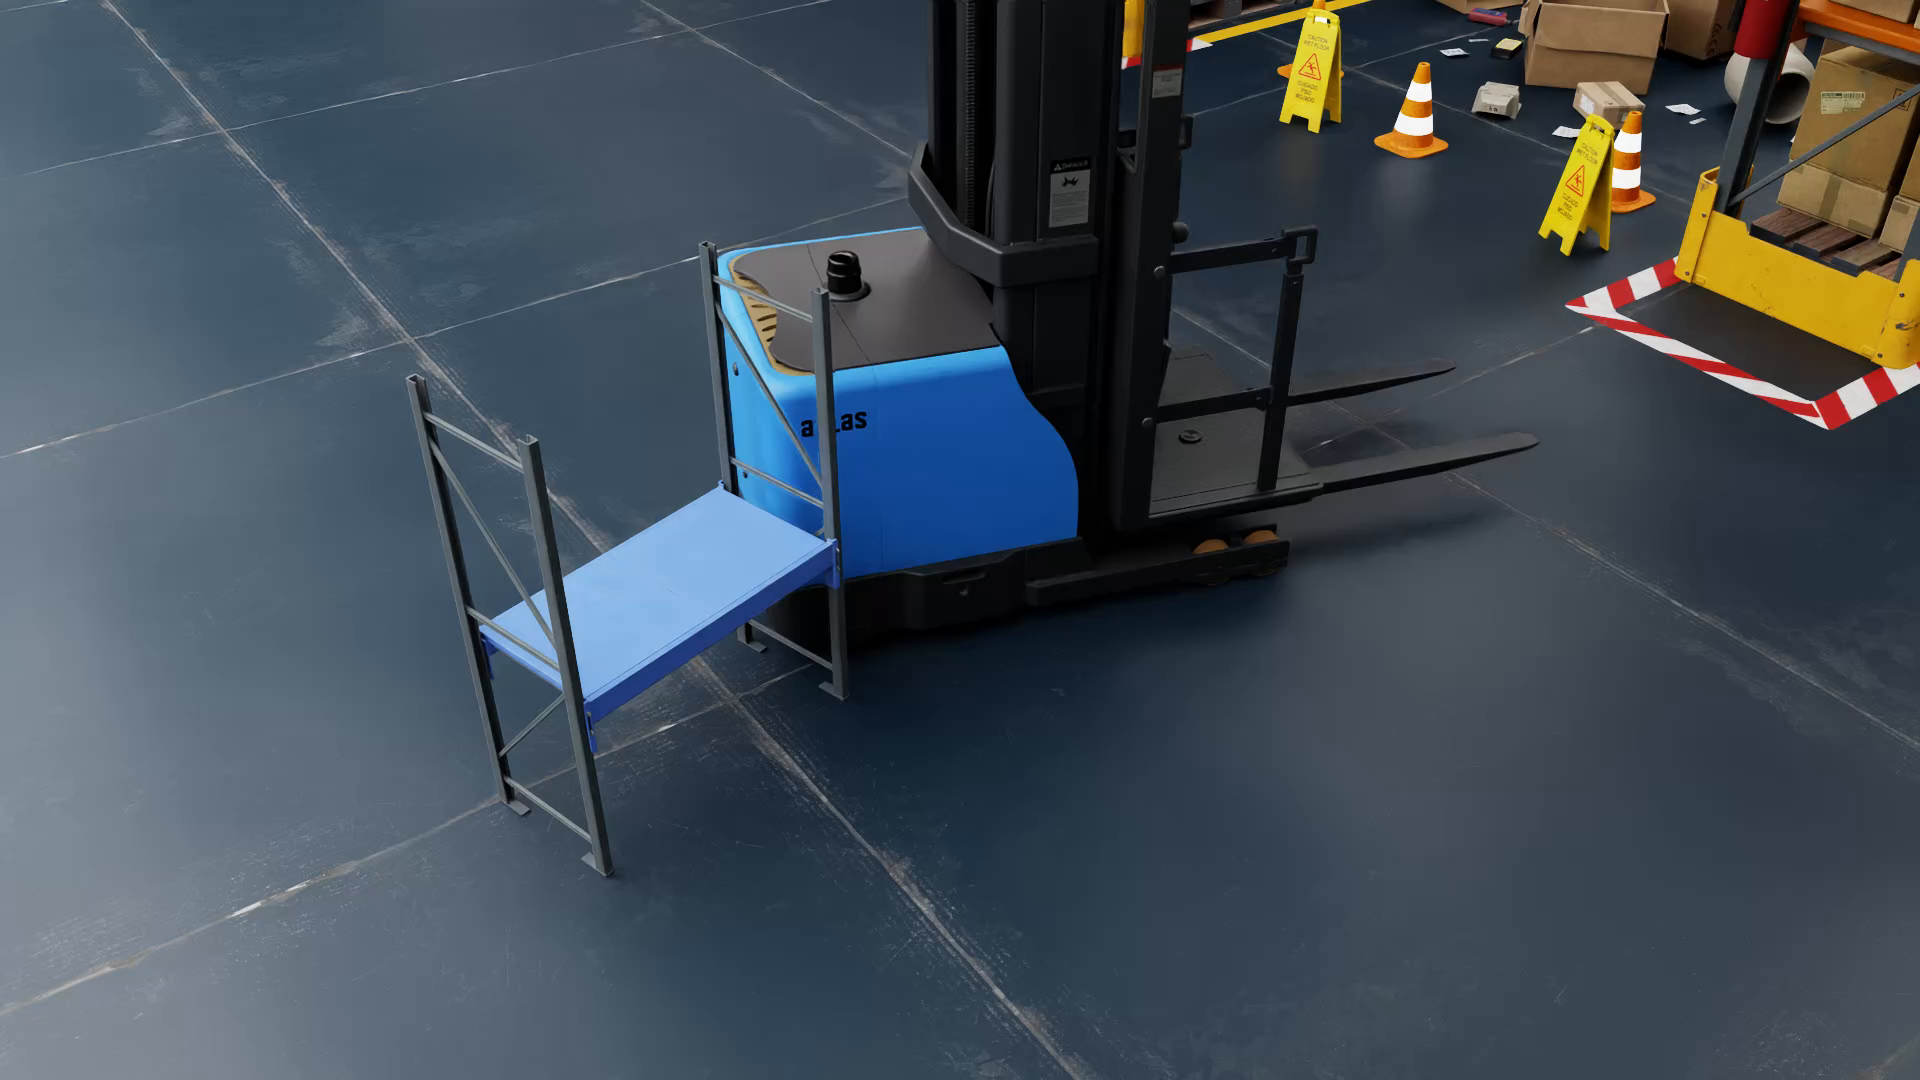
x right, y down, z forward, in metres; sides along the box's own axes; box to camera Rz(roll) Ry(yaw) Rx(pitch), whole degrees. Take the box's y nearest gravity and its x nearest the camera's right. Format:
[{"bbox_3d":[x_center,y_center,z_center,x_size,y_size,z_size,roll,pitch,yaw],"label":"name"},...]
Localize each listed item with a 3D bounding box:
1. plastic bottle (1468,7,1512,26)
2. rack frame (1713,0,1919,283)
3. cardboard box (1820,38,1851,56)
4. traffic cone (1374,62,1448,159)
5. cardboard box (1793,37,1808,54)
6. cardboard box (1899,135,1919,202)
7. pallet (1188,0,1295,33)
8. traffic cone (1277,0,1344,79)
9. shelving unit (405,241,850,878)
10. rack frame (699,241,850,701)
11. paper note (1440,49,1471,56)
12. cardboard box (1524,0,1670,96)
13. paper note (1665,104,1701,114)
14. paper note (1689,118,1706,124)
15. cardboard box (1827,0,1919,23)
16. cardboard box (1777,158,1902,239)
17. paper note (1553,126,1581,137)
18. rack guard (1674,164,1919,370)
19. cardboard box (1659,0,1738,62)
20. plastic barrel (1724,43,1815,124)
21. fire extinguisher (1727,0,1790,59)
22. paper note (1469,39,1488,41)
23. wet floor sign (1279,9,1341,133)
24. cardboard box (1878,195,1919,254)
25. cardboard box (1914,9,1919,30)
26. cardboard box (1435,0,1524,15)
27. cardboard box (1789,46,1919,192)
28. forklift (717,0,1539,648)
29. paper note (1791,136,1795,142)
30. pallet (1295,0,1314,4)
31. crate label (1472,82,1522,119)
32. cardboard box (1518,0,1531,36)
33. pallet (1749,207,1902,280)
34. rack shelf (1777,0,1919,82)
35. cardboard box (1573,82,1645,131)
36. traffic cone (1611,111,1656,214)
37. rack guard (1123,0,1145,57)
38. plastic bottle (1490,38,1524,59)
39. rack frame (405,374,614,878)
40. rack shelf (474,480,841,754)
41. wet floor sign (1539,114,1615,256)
[{"bbox_3d":[3.524,-3.457,11.004,0.283,0.061,0.133,22,41,28],"label":"plastic bottle"},{"bbox_3d":[3.841,-2.261,6.825,0.127,3.000,1.000,-22,41,-28],"label":"rack frame"},{"bbox_3d":[5.450,-2.882,9.826,0.500,0.500,0.500,3,36,4],"label":"cardboard box"},{"bbox_3d":[2.532,-2.407,9.200,0.334,0.463,0.336,-22,41,-28],"label":"traffic cone"},{"bbox_3d":[5.208,-3.247,10.537,0.258,0.266,0.396,9,37,12],"label":"cardboard box"},{"bbox_3d":[4.678,-1.767,7.491,0.500,0.500,0.500,-24,42,-29],"label":"cardboard box"},{"bbox_3d":[1.515,-3.764,11.302,1.213,0.211,1.003,-22,41,-28],"label":"pallet"},{"bbox_3d":[2.159,-3.060,10.109,0.334,0.463,0.336,-22,41,-28],"label":"traffic cone"},{"bbox_3d":[-0.894,0.053,4.892,0.538,1.500,1.048,26,43,31],"label":"shelving unit"},{"bbox_3d":[-0.568,-0.175,5.209,0.500,1.500,0.032,26,43,31],"label":"rack frame"},{"bbox_3d":[3.132,-3.086,10.517,0.142,0.017,0.144,-9,37,-12],"label":"paper note"},{"bbox_3d":[3.818,-3.047,10.055,0.797,0.503,0.637,9,37,12],"label":"cardboard box"},{"bbox_3d":[4.247,-2.533,9.756,0.142,0.019,0.148,-9,37,-12],"label":"paper note"},{"bbox_3d":[4.262,-2.421,9.607,0.123,0.001,0.032,-22,41,-28],"label":"paper note"},{"bbox_3d":[4.023,-2.387,7.215,0.250,0.149,0.380,-21,41,-26],"label":"cardboard box"},{"bbox_3d":[4.366,-1.723,8.073,0.500,0.250,0.500,-23,41,-28],"label":"cardboard box"},{"bbox_3d":[3.467,-2.324,9.454,0.148,0.019,0.142,22,41,28],"label":"paper note"},{"bbox_3d":[3.903,-1.272,7.590,0.348,0.500,1.175,-22,41,-28],"label":"rack guard"},{"bbox_3d":[4.577,-3.420,10.458,0.503,0.637,0.797,-22,41,-28],"label":"cardboard box"},{"bbox_3d":[4.657,-2.632,9.547,0.421,0.421,0.512,3,36,4],"label":"plastic barrel"},{"bbox_3d":[3.482,-2.411,7.099,0.183,0.674,0.296,-22,41,-28],"label":"fire extinguisher"},{"bbox_3d":[3.345,-3.222,10.721,0.123,0.001,0.032,-3,36,-4],"label":"paper note"},{"bbox_3d":[2.023,-2.679,9.422,0.267,0.644,0.232,30,45,35],"label":"wet floor sign"},{"bbox_3d":[4.659,-1.454,7.699,0.500,0.250,0.500,-23,42,-28],"label":"cardboard box"},{"bbox_3d":[4.237,-2.174,6.919,0.250,0.149,0.380,-22,41,-28],"label":"cardboard box"},{"bbox_3d":[3.498,-3.909,11.255,0.500,0.500,0.500,-15,38,-20],"label":"cardboard box"},{"bbox_3d":[4.345,-2.013,7.834,0.500,0.500,0.500,-22,41,-28],"label":"cardboard box"},{"bbox_3d":[0.685,-1.310,5.561,3.031,2.935,1.130,-10,37,-14],"label":"forklift"},{"bbox_3d":[4.749,-2.240,9.338,0.142,0.019,0.148,22,41,28],"label":"paper note"},{"bbox_3d":[2.511,-4.172,11.869,1.213,0.211,1.003,-22,41,-28],"label":"pallet"},{"bbox_3d":[3.138,-2.568,9.704,0.250,0.136,0.298,15,38,20],"label":"crate label"},{"bbox_3d":[3.832,-3.368,10.705,0.258,0.266,0.396,-15,38,-20],"label":"cardboard box"},{"bbox_3d":[4.587,-1.411,8.031,1.213,0.211,1.003,-22,41,-28],"label":"pallet"},{"bbox_3d":[5.475,-2.642,7.970,4.000,0.370,1.077,-22,41,-28],"label":"rack shelf"},{"bbox_3d":[3.748,-2.508,9.610,0.250,0.149,0.380,-3,36,-4],"label":"cardboard box"},{"bbox_3d":[3.449,-1.991,8.622,0.334,0.463,0.336,-22,41,-28],"label":"traffic cone"},{"bbox_3d":[0.887,-3.566,10.781,0.348,0.500,1.175,-22,41,-28],"label":"rack guard"},{"bbox_3d":[3.478,-3.125,10.543,0.133,0.061,0.283,22,41,28],"label":"plastic bottle"},{"bbox_3d":[-1.219,0.281,4.575,0.500,1.500,0.032,26,43,31],"label":"rack frame"},{"bbox_3d":[-0.894,0.199,4.997,0.538,0.185,1.000,26,43,31],"label":"rack shelf"},{"bbox_3d":[3.069,-1.752,8.133,0.232,0.644,0.267,-9,37,-12],"label":"wet floor sign"}]
